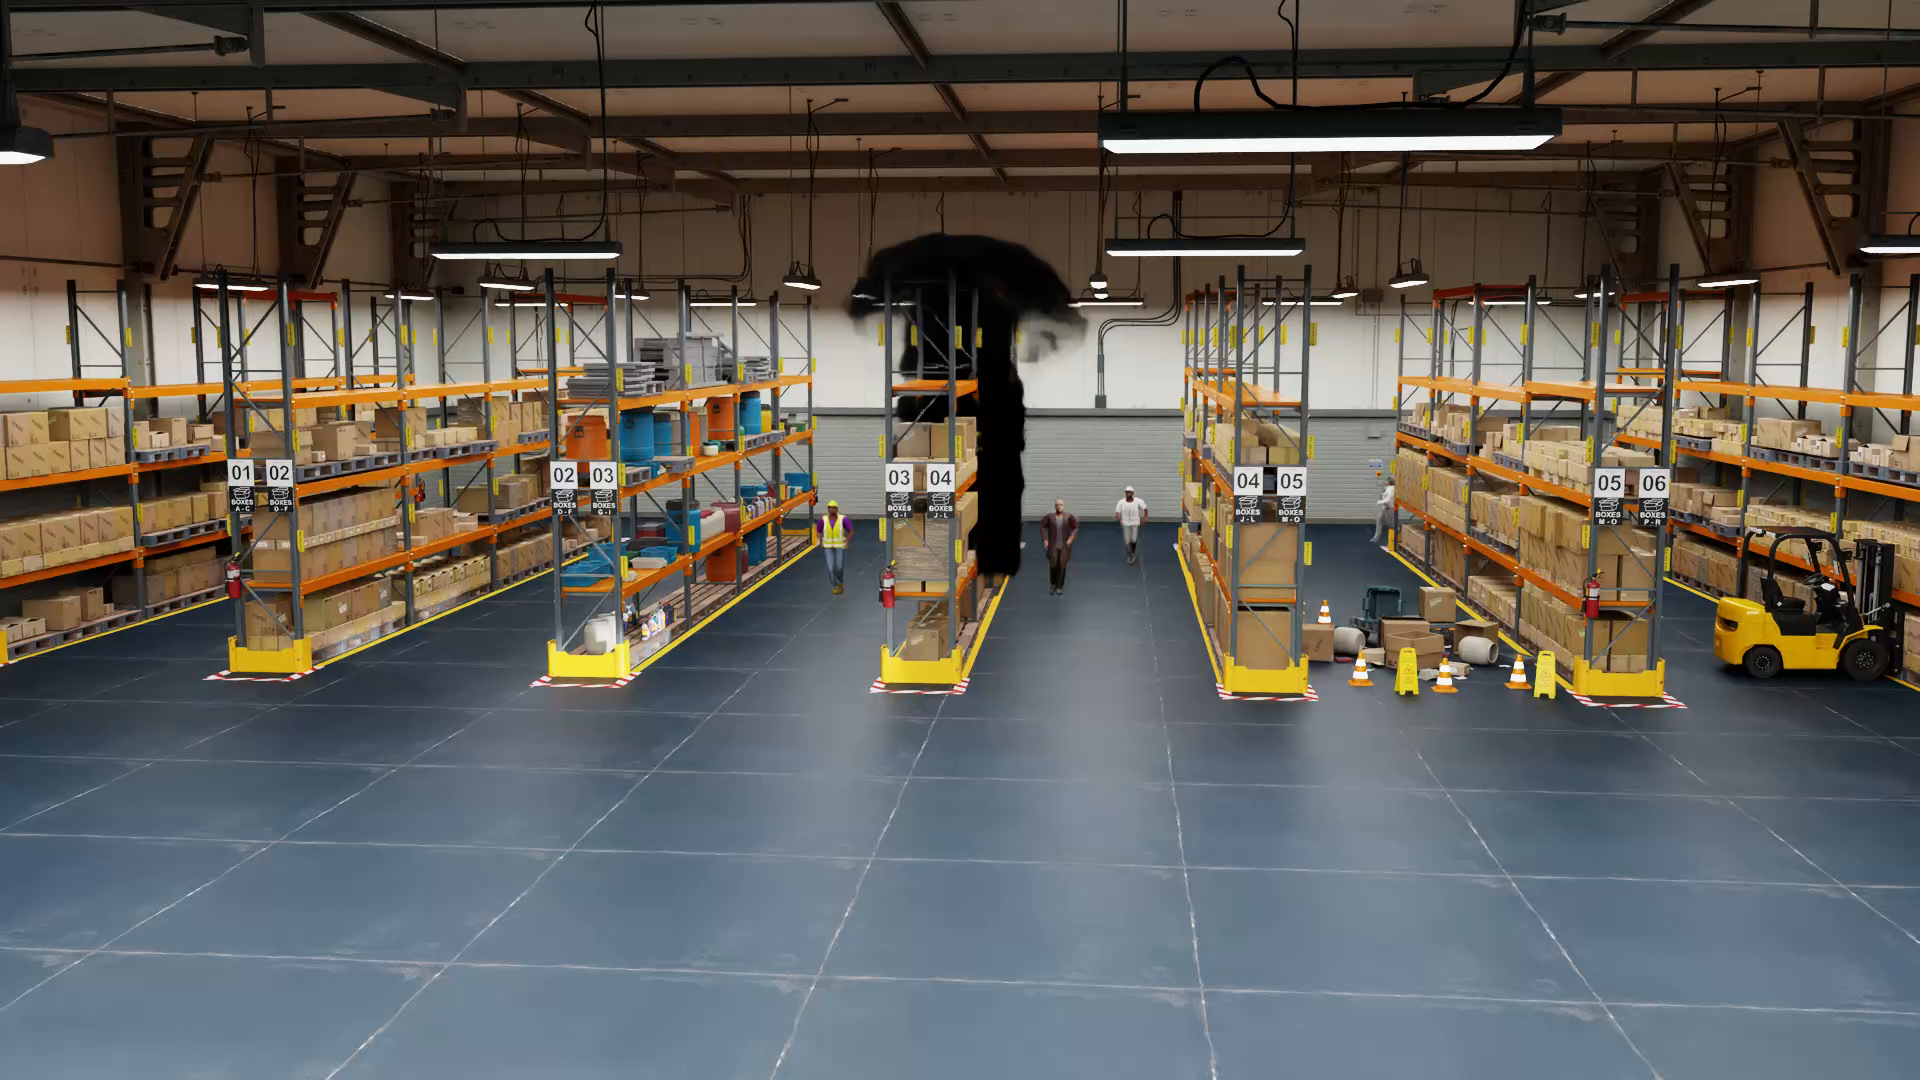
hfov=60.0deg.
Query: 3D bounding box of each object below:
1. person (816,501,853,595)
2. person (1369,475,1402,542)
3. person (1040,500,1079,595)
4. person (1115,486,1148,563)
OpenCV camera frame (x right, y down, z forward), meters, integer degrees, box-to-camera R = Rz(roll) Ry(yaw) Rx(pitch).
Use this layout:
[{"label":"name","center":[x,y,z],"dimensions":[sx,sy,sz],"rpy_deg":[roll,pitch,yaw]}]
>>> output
[{"label":"person","center":[-2.314,0.154,30.511],"dimensions":[0.674,1.754,0.536],"rpy_deg":[0,7,2]},{"label":"person","center":[10.392,-0.744,40.436],"dimensions":[0.865,1.687,0.616],"rpy_deg":[2,7,18]},{"label":"person","center":[1.833,0.150,30.561],"dimensions":[0.722,1.766,0.595],"rpy_deg":[0,7,2]},{"label":"person","center":[3.776,-0.330,36.852],"dimensions":[0.712,1.720,0.575],"rpy_deg":[2,7,13]}]
